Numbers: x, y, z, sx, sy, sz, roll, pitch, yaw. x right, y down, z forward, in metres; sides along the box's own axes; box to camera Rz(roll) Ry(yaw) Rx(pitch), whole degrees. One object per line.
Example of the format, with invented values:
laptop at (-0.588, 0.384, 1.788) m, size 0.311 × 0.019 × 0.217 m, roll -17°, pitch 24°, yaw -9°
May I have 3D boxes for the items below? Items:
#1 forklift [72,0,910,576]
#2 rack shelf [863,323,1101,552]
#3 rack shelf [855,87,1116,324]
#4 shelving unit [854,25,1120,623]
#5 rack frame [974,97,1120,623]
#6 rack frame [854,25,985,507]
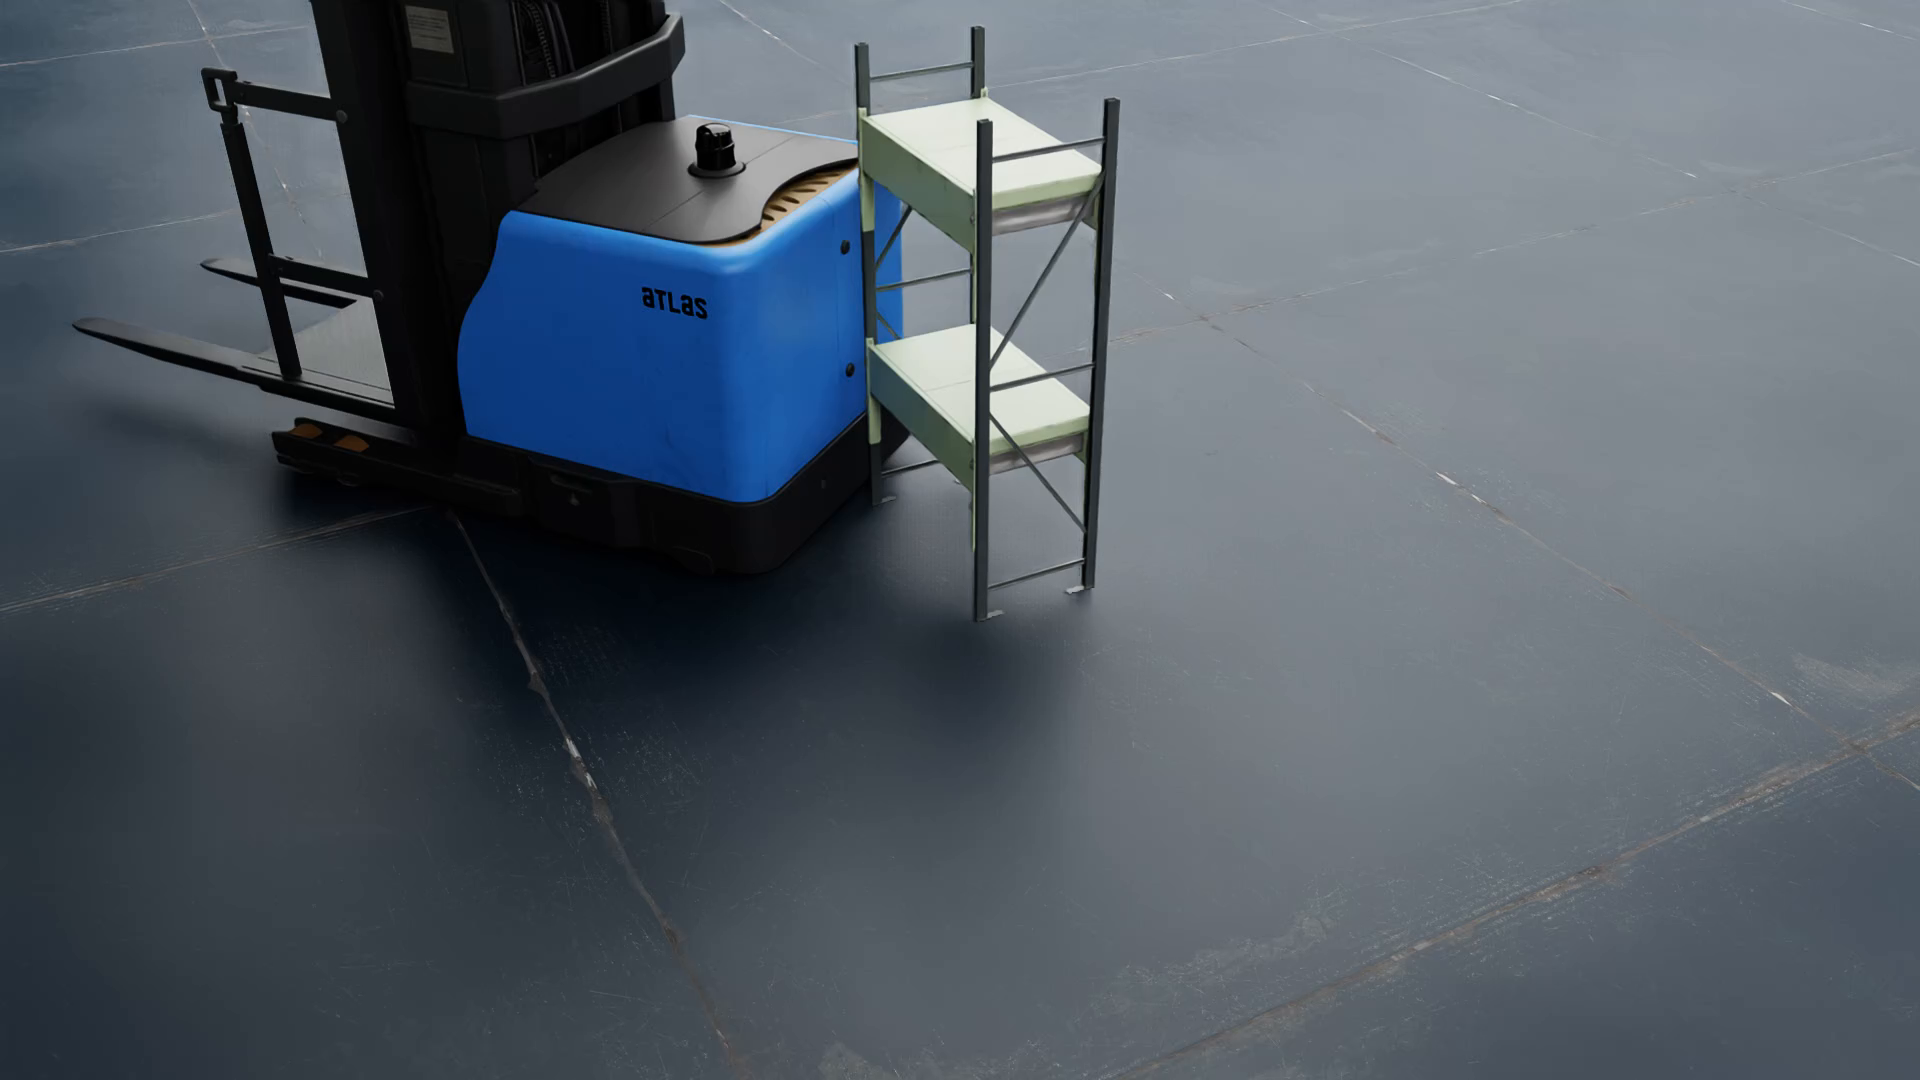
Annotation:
forklift at (-1.731, -1.653, 5.114) m, size 3.031 × 2.935 × 1.130 m, roll 14°, pitch 35°, yaw 21°
rack shelf at (0.056, -0.343, 4.999) m, size 0.431 × 0.370 × 0.720 m, roll -15°, pitch 36°, yaw -23°
rack shelf at (0.056, -0.946, 4.613) m, size 0.431 × 0.370 × 0.720 m, roll -15°, pitch 36°, yaw -23°
shelving unit at (0.056, -0.617, 4.823) m, size 0.431 × 1.500 × 0.755 m, roll -15°, pitch 36°, yaw -23°
rack frame at (0.223, -0.442, 4.549) m, size 0.400 × 1.500 × 0.023 m, roll -15°, pitch 36°, yaw -23°
rack frame at (-0.111, -0.793, 5.097) m, size 0.400 × 1.500 × 0.023 m, roll -15°, pitch 36°, yaw -23°
